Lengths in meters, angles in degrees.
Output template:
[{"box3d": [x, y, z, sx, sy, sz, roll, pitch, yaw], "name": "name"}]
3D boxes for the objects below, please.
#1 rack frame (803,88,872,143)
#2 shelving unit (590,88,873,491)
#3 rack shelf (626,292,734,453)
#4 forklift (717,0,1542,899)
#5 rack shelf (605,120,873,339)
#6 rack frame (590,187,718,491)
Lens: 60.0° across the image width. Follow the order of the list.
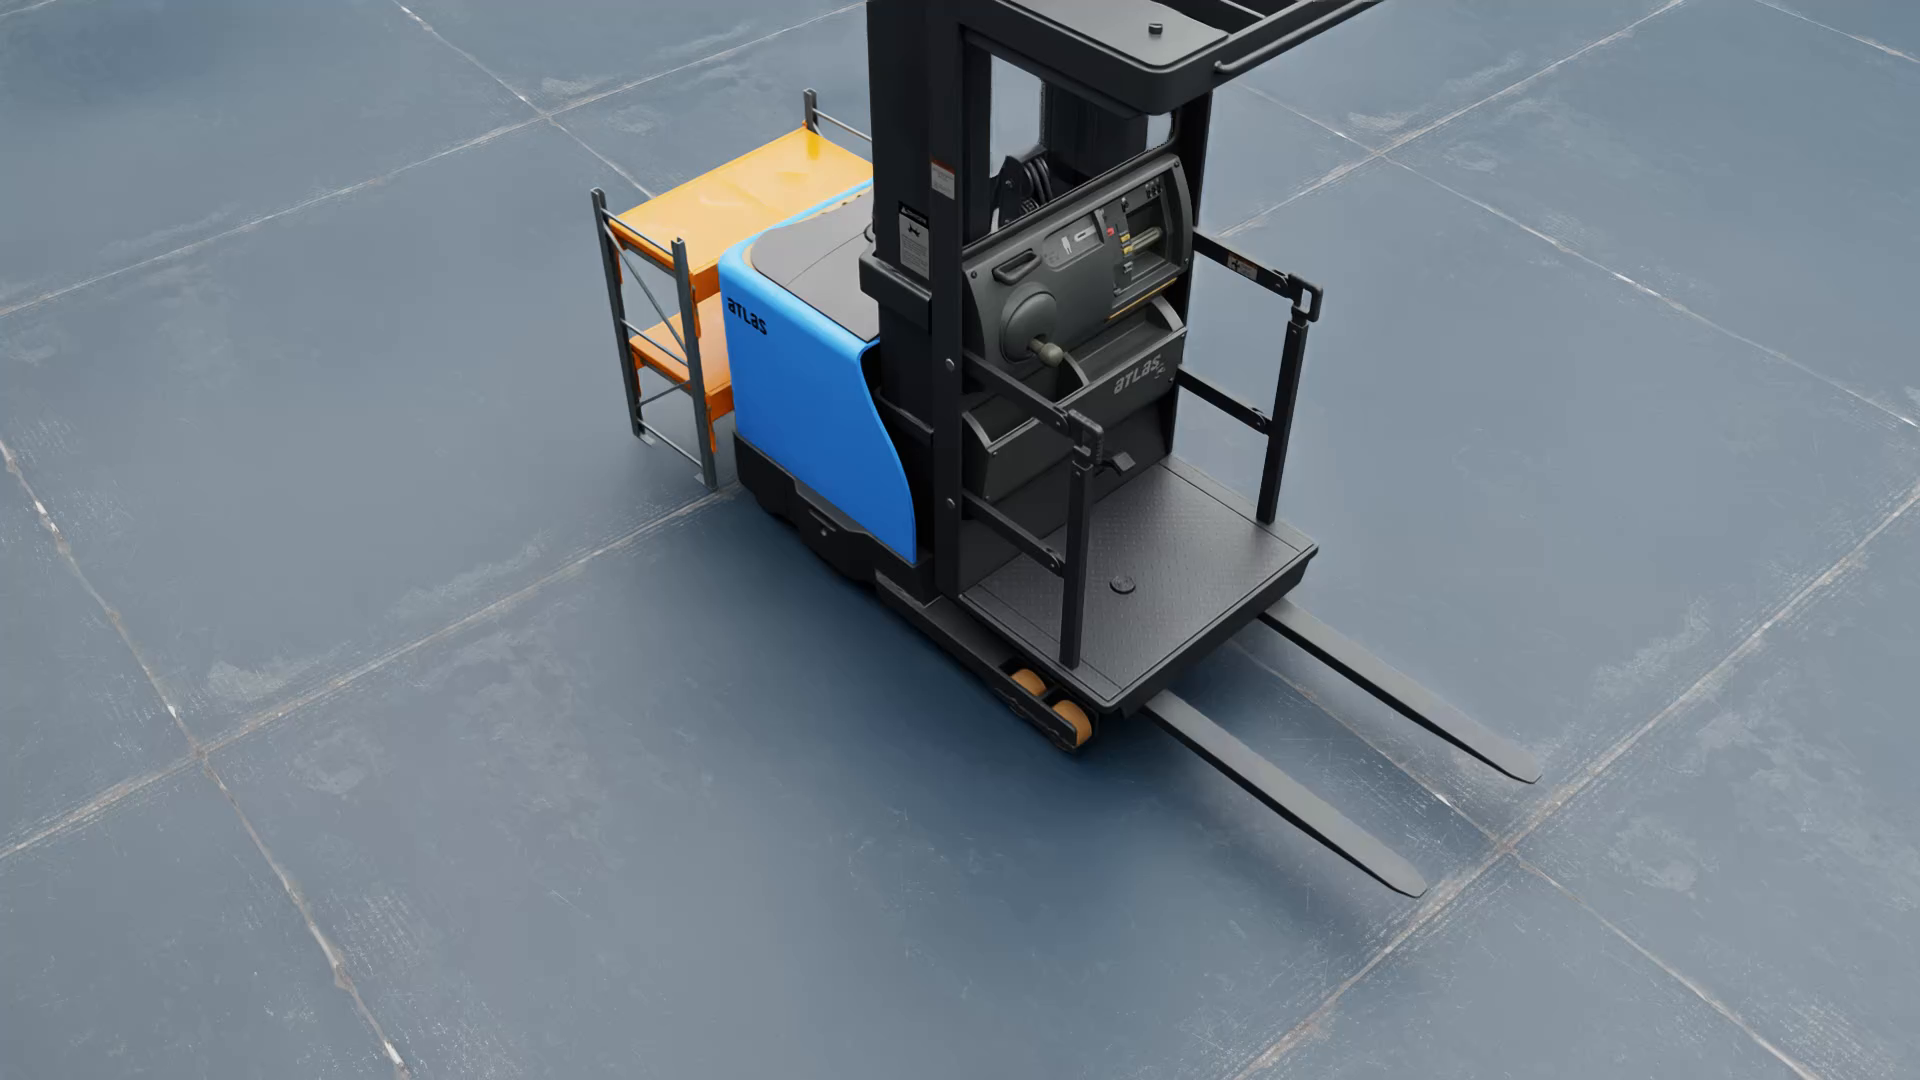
[{"box3d": [-0.421, -1.226, 6.733, 0.500, 1.125, 0.032, 34, 53, 31], "name": "rack frame"}, {"box3d": [-0.776, -0.977, 6.468, 0.538, 1.125, 1.048, 34, 53, 31], "name": "shelving unit"}, {"box3d": [-0.776, -0.798, 6.635, 0.538, 0.278, 1.000, 34, 53, 31], "name": "rack shelf"}, {"box3d": [0.523, -0.775, 4.934, 1.130, 2.935, 3.031, -33, 52, -30], "name": "forklift"}, {"box3d": [-0.776, -1.190, 6.268, 0.538, 0.278, 1.000, 34, 53, 31], "name": "rack shelf"}, {"box3d": [-1.131, -0.728, 6.203, 0.500, 1.125, 0.032, 34, 53, 31], "name": "rack frame"}]
